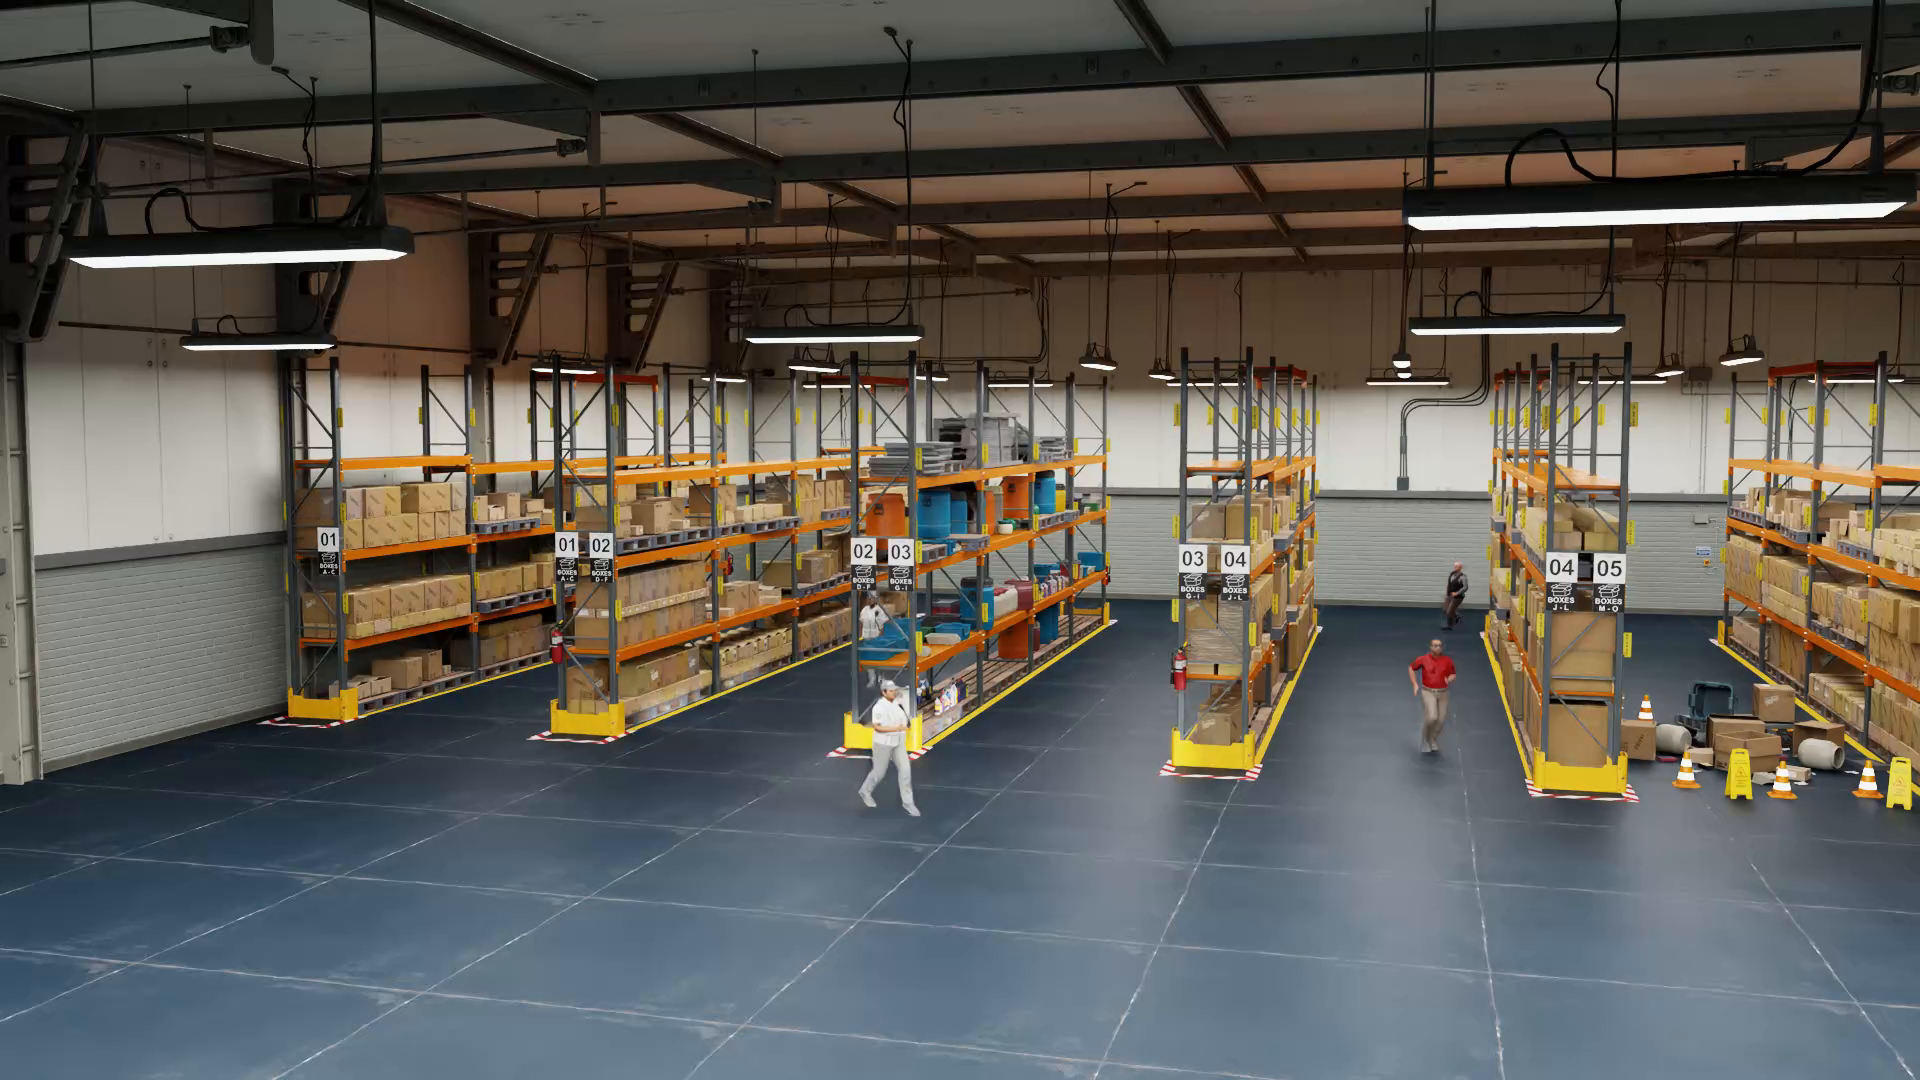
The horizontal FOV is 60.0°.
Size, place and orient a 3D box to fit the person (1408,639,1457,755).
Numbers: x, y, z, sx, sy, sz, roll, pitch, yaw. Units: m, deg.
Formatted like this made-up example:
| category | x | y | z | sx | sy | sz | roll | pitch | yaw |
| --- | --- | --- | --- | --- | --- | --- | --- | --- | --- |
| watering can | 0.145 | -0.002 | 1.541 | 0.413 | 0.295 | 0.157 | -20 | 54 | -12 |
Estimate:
| category | x | y | z | sx | sy | sz | roll | pitch | yaw |
| --- | --- | --- | --- | --- | --- | --- | --- | --- | --- |
| person | 7.064 | 2.337 | 24.724 | 0.637 | 1.738 | 0.702 | 0 | 4 | -5 |

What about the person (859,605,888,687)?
| category | x | y | z | sx | sy | sz | roll | pitch | yaw |
| --- | --- | --- | --- | --- | --- | --- | --- | --- | --- |
| person | -1.540 | 1.852 | 29.328 | 0.548 | 1.442 | 0.520 | 1 | 4 | 17 |

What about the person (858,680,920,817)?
| category | x | y | z | sx | sy | sz | roll | pitch | yaw |
| --- | --- | --- | --- | --- | --- | --- | --- | --- | --- |
| person | -0.916 | 2.612 | 21.031 | 0.893 | 1.696 | 0.567 | 4 | 6 | 41 |

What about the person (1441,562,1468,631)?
| category | x | y | z | sx | sy | sz | roll | pitch | yaw |
| --- | --- | --- | --- | --- | --- | --- | --- | --- | --- |
| person | 11.683 | 1.327 | 39.034 | 0.602 | 1.645 | 0.732 | -2 | 5 | -22 |
